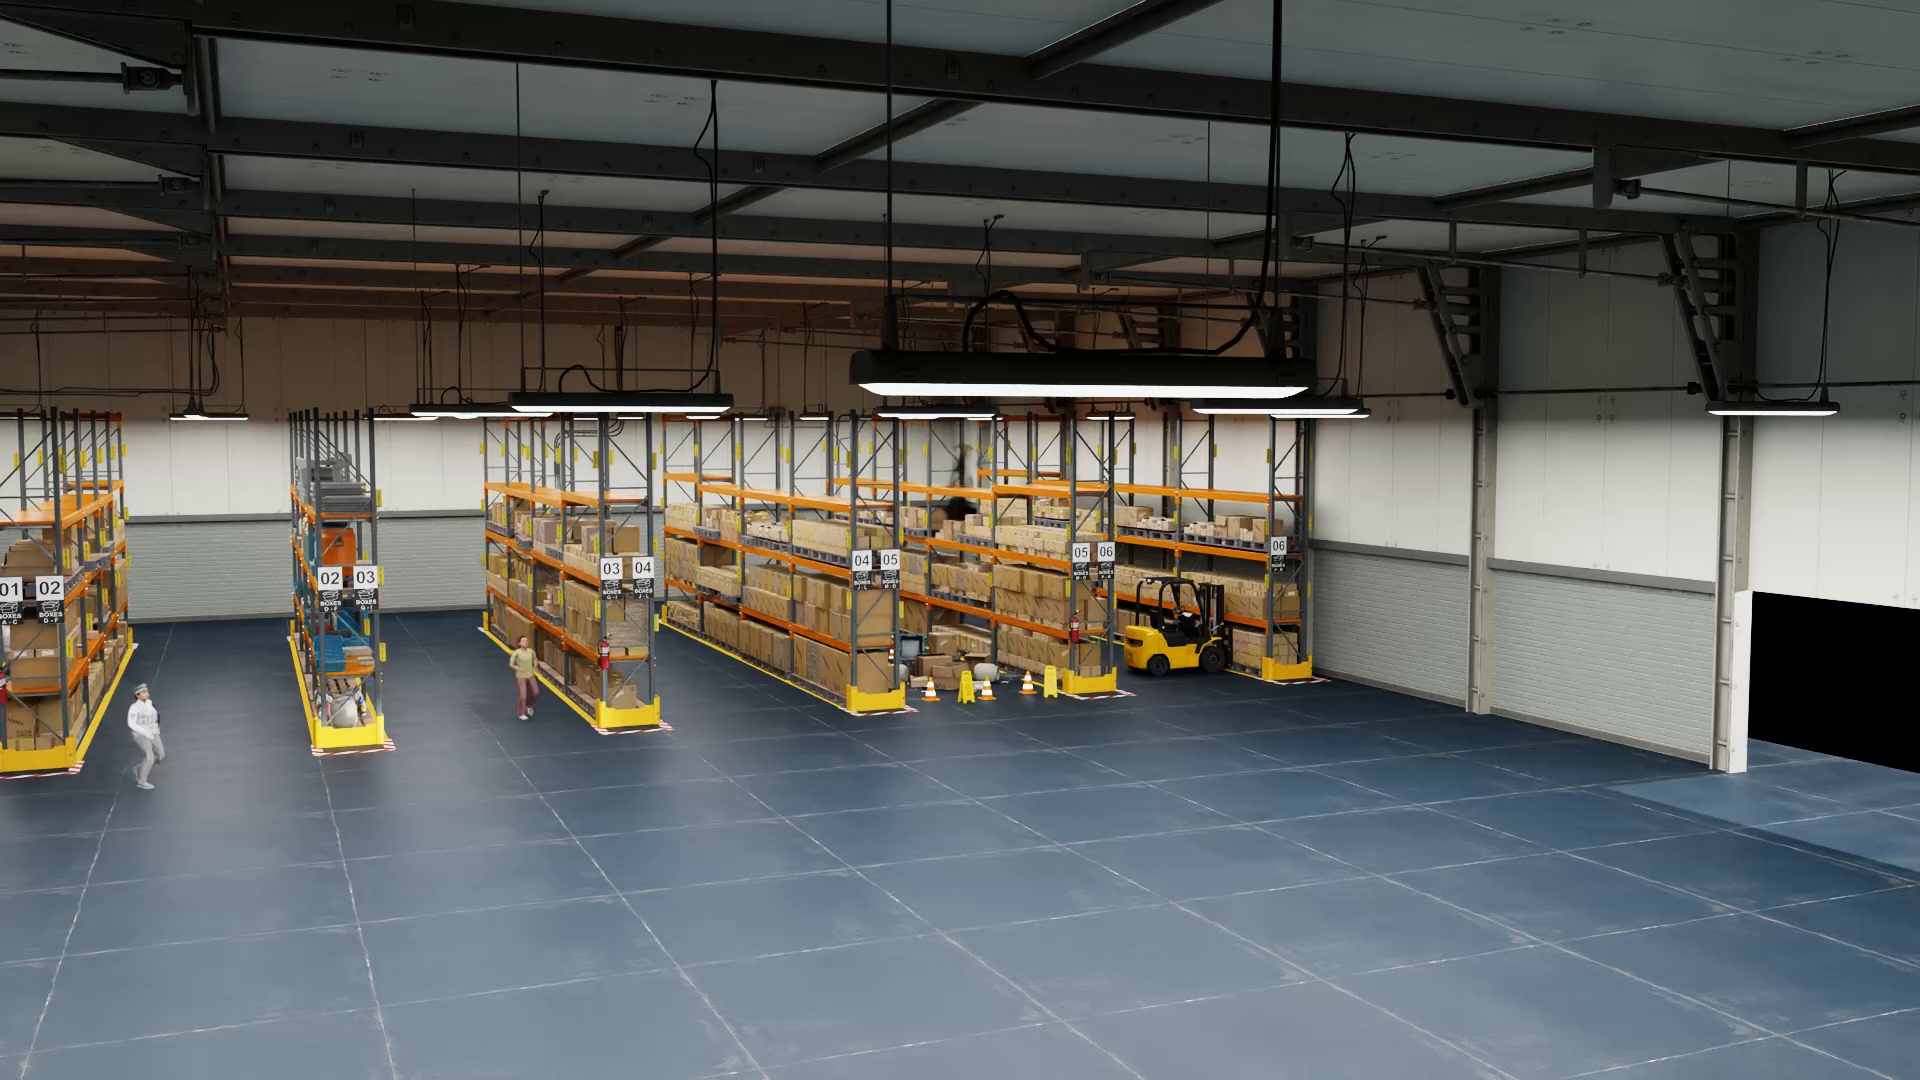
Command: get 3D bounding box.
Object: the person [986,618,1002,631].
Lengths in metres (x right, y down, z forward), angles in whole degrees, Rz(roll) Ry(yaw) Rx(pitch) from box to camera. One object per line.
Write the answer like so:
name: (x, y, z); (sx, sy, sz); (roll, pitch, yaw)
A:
person: (0.900, 1.864, 43.543); (0.627, 1.698, 0.761); (-2, 5, -28)

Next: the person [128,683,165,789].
person: (-12.793, 3.075, 26.123); (0.494, 1.657, 0.623); (1, 4, 10)

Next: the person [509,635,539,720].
person: (-8.376, 2.659, 32.099); (0.613, 1.635, 0.534); (-3, 5, -36)

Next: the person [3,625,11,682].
person: (-20.484, 2.419, 35.867); (0.616, 1.665, 0.750); (-2, 5, -30)

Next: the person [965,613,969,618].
person: (0.072, 1.528, 47.837); (0.647, 1.723, 0.777); (-3, 5, -34)
